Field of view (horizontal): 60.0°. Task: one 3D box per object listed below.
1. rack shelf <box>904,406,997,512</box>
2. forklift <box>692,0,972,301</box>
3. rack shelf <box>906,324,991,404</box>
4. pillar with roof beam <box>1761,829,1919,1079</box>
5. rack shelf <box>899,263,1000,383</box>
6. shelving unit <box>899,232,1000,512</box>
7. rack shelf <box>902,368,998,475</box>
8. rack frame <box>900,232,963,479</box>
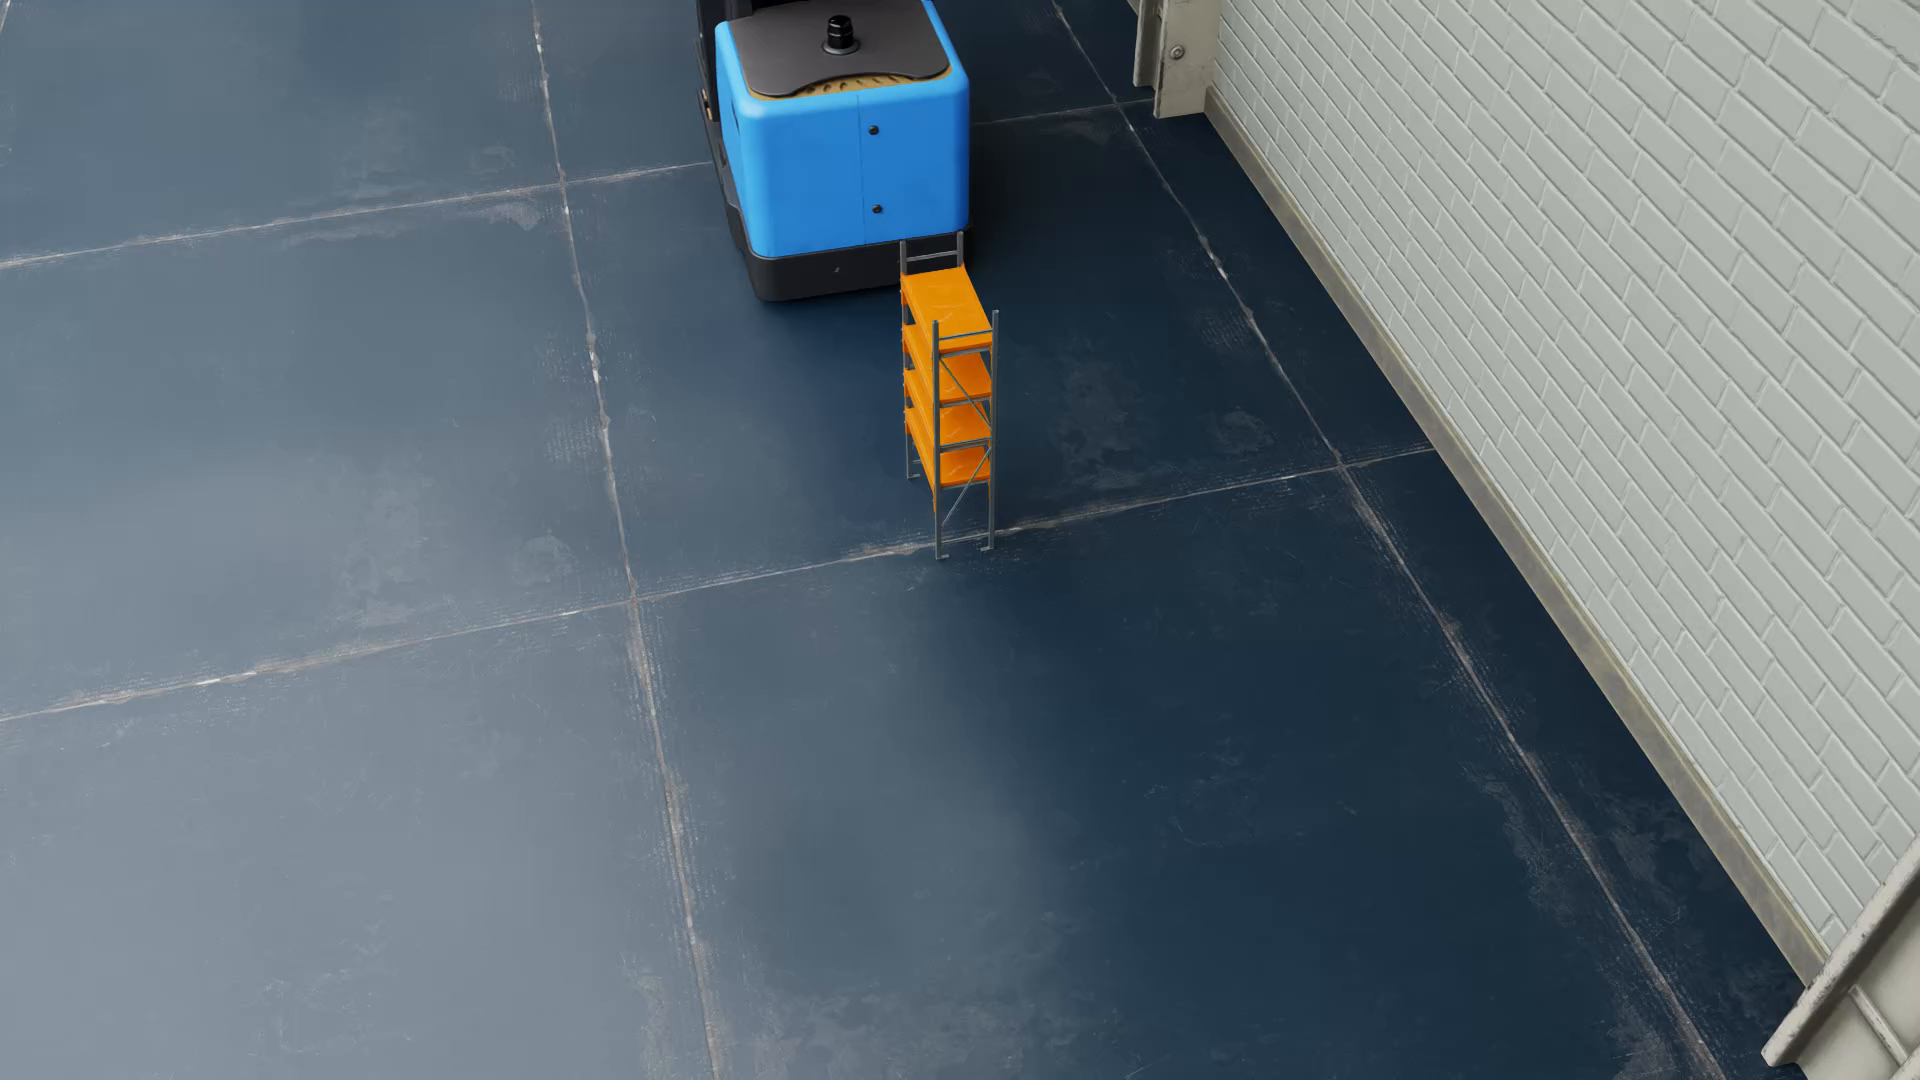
[{"bbox_3d":[-0.042,-0.348,6.623,0.258,0.148,0.480,-11,47,-10],"label":"rack shelf"},{"bbox_3d":[-0.789,-3.208,7.842,1.130,2.935,3.031,-10,46,-10],"label":"forklift"},{"bbox_3d":[-0.042,-0.681,6.284,0.221,0.021,0.457,-11,47,-10],"label":"rack shelf"},{"bbox_3d":[-1.467,-0.660,1.096,9.100,9.000,0.400,-11,47,-10],"label":"pillar with roof beam"},{"bbox_3d":[-0.042,-0.809,6.153,0.258,0.148,0.480,-11,47,-10],"label":"rack shelf"},{"bbox_3d":[-0.044,-0.538,6.437,0.258,1.200,0.492,-11,47,-10],"label":"shelving unit"},{"bbox_3d":[-0.042,-0.487,6.482,0.258,0.148,0.480,-11,47,-10],"label":"rack shelf"},{"bbox_3d":[-0.105,-0.703,6.599,0.240,1.200,0.015,-11,47,-10],"label":"rack frame"}]
